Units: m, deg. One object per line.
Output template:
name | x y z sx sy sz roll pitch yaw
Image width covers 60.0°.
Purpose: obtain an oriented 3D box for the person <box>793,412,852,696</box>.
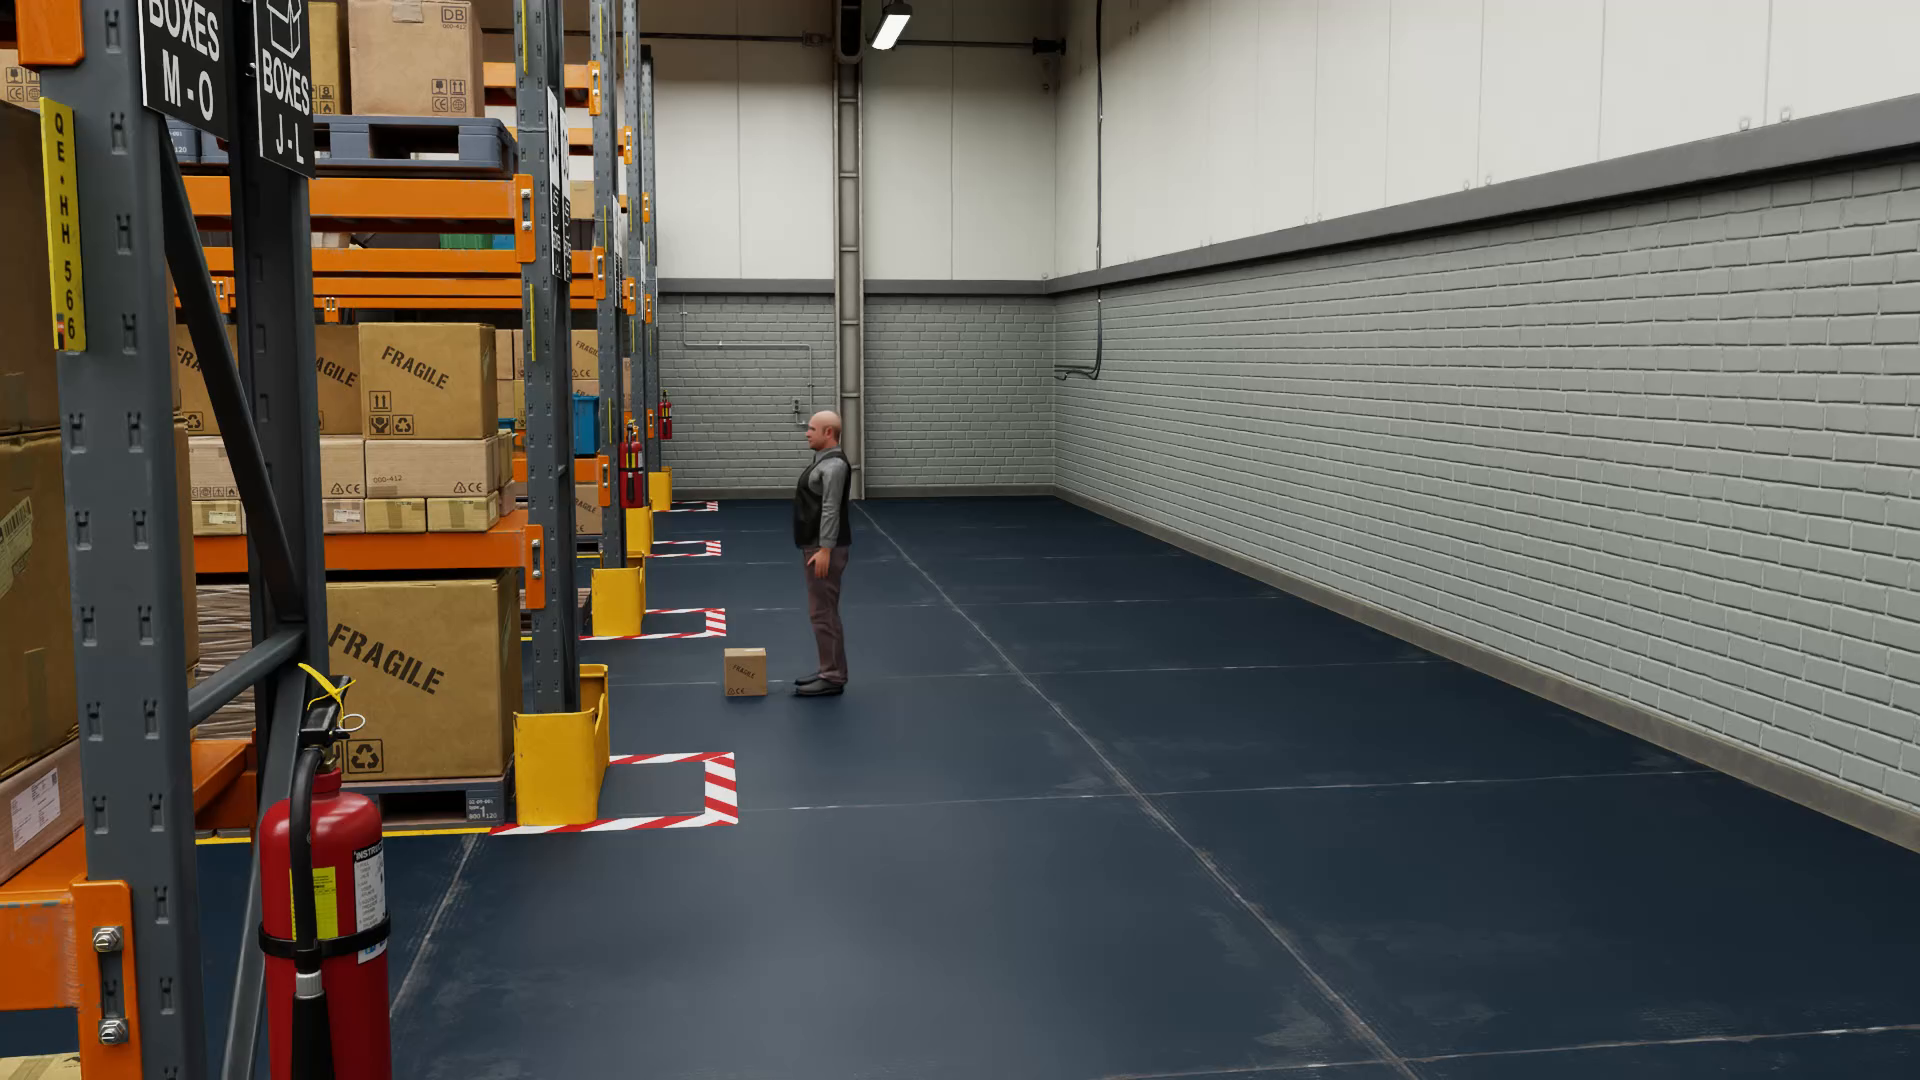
person | -0.838 0.076 10.169 0.359 1.718 0.530 -1 6 -7
